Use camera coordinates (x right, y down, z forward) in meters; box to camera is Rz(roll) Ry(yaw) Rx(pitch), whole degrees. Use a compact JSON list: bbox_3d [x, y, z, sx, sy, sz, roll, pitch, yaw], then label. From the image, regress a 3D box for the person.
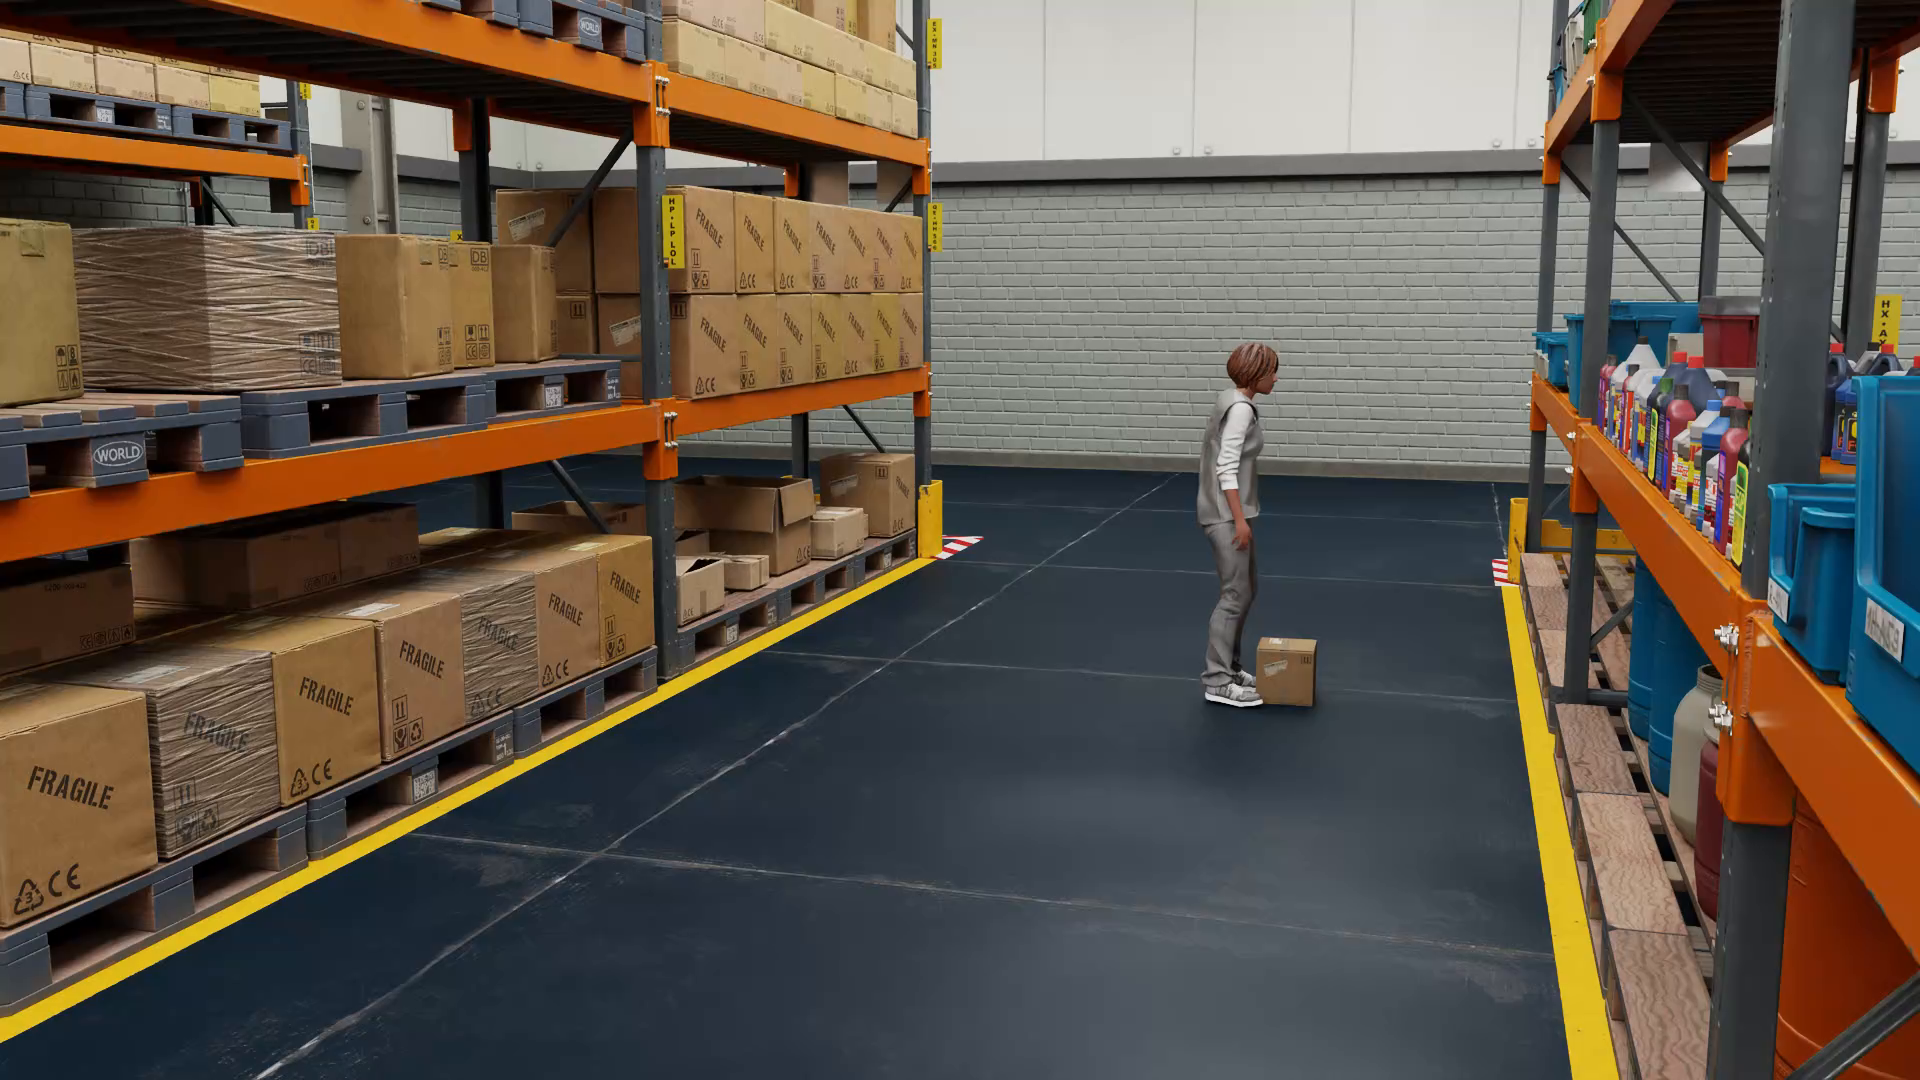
[{"bbox_3d":[1.231,-0.084,7.432,0.344,1.594,0.485,2,9,13],"label":"person"}]
